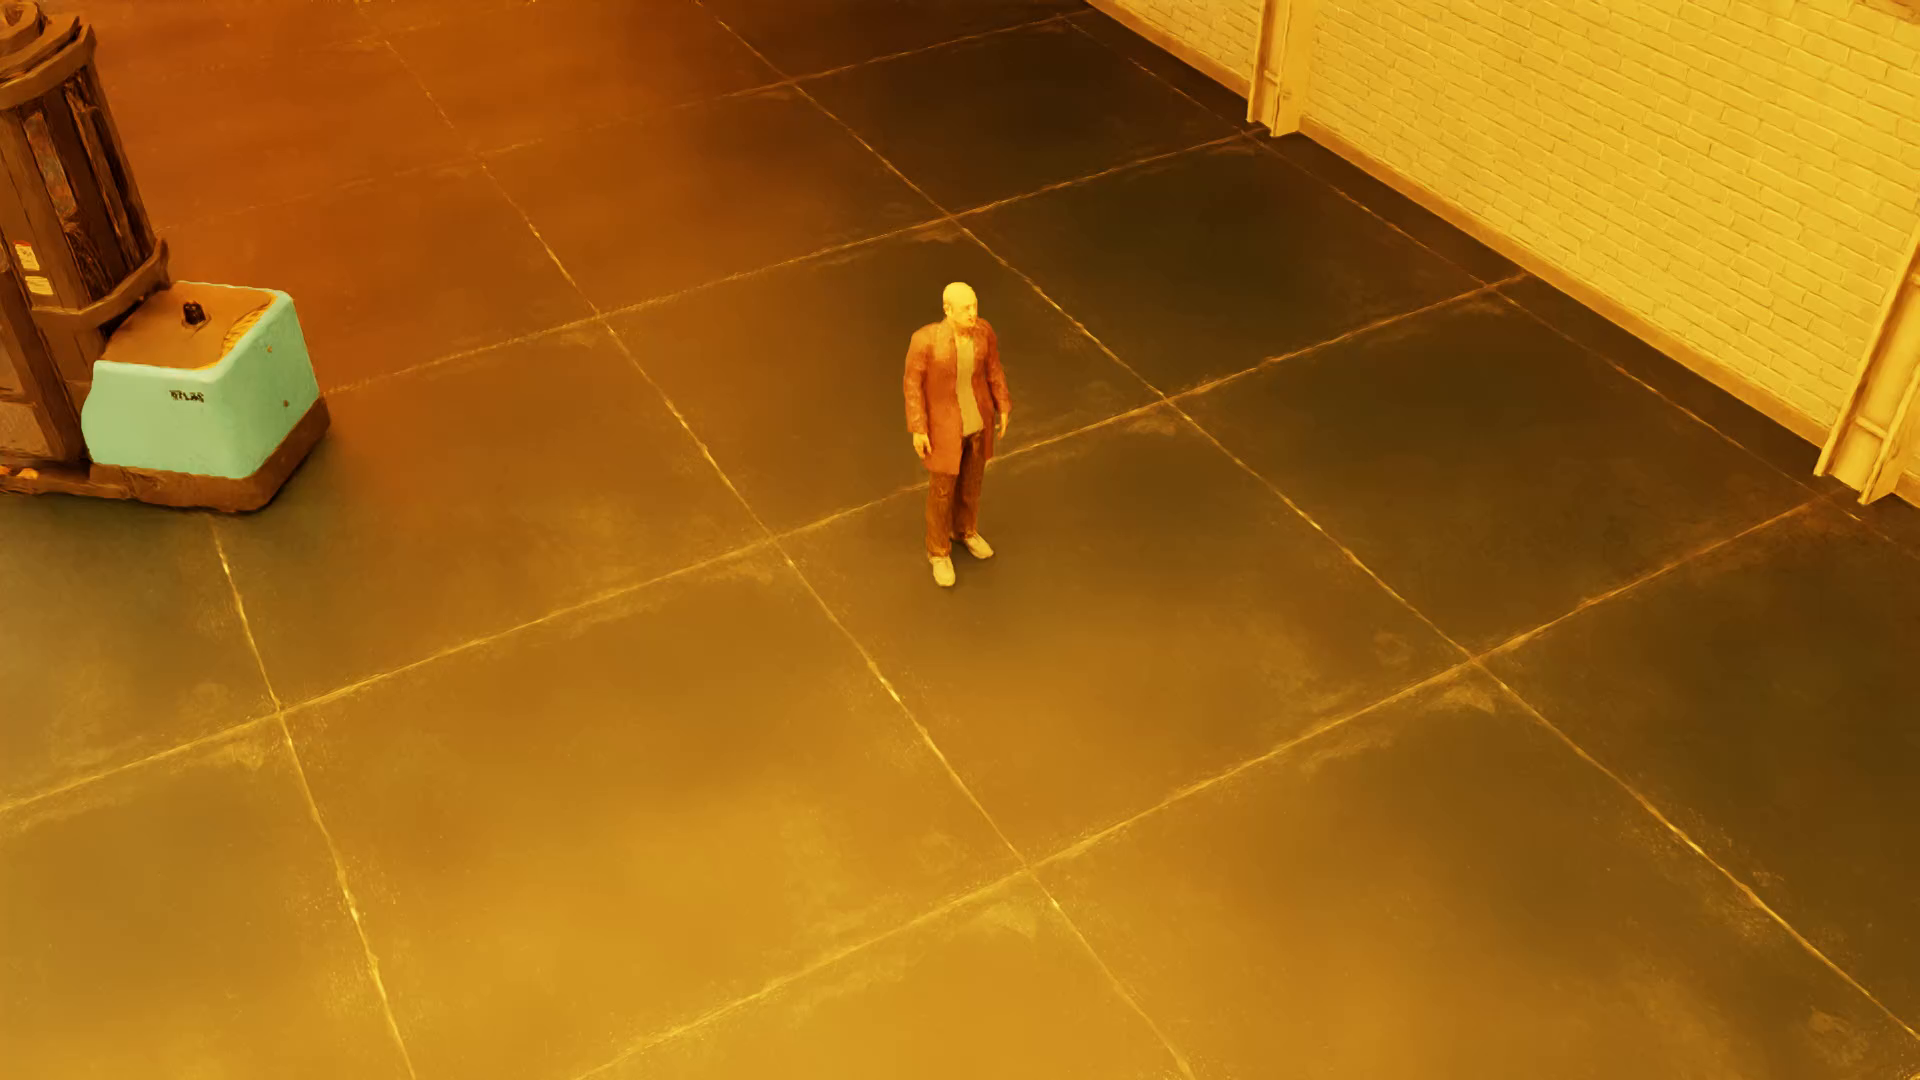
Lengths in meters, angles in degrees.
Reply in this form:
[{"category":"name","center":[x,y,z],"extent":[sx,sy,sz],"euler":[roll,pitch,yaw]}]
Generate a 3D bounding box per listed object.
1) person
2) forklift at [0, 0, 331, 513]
[{"category":"person","center":[0.042,-0.637,9.698],"extent":[0.694,1.776,0.580],"euler":[-20,44,-23]},{"category":"forklift","center":[-5.791,-1.745,10.140],"extent":[3.031,2.935,1.130],"euler":[6,40,8]}]
